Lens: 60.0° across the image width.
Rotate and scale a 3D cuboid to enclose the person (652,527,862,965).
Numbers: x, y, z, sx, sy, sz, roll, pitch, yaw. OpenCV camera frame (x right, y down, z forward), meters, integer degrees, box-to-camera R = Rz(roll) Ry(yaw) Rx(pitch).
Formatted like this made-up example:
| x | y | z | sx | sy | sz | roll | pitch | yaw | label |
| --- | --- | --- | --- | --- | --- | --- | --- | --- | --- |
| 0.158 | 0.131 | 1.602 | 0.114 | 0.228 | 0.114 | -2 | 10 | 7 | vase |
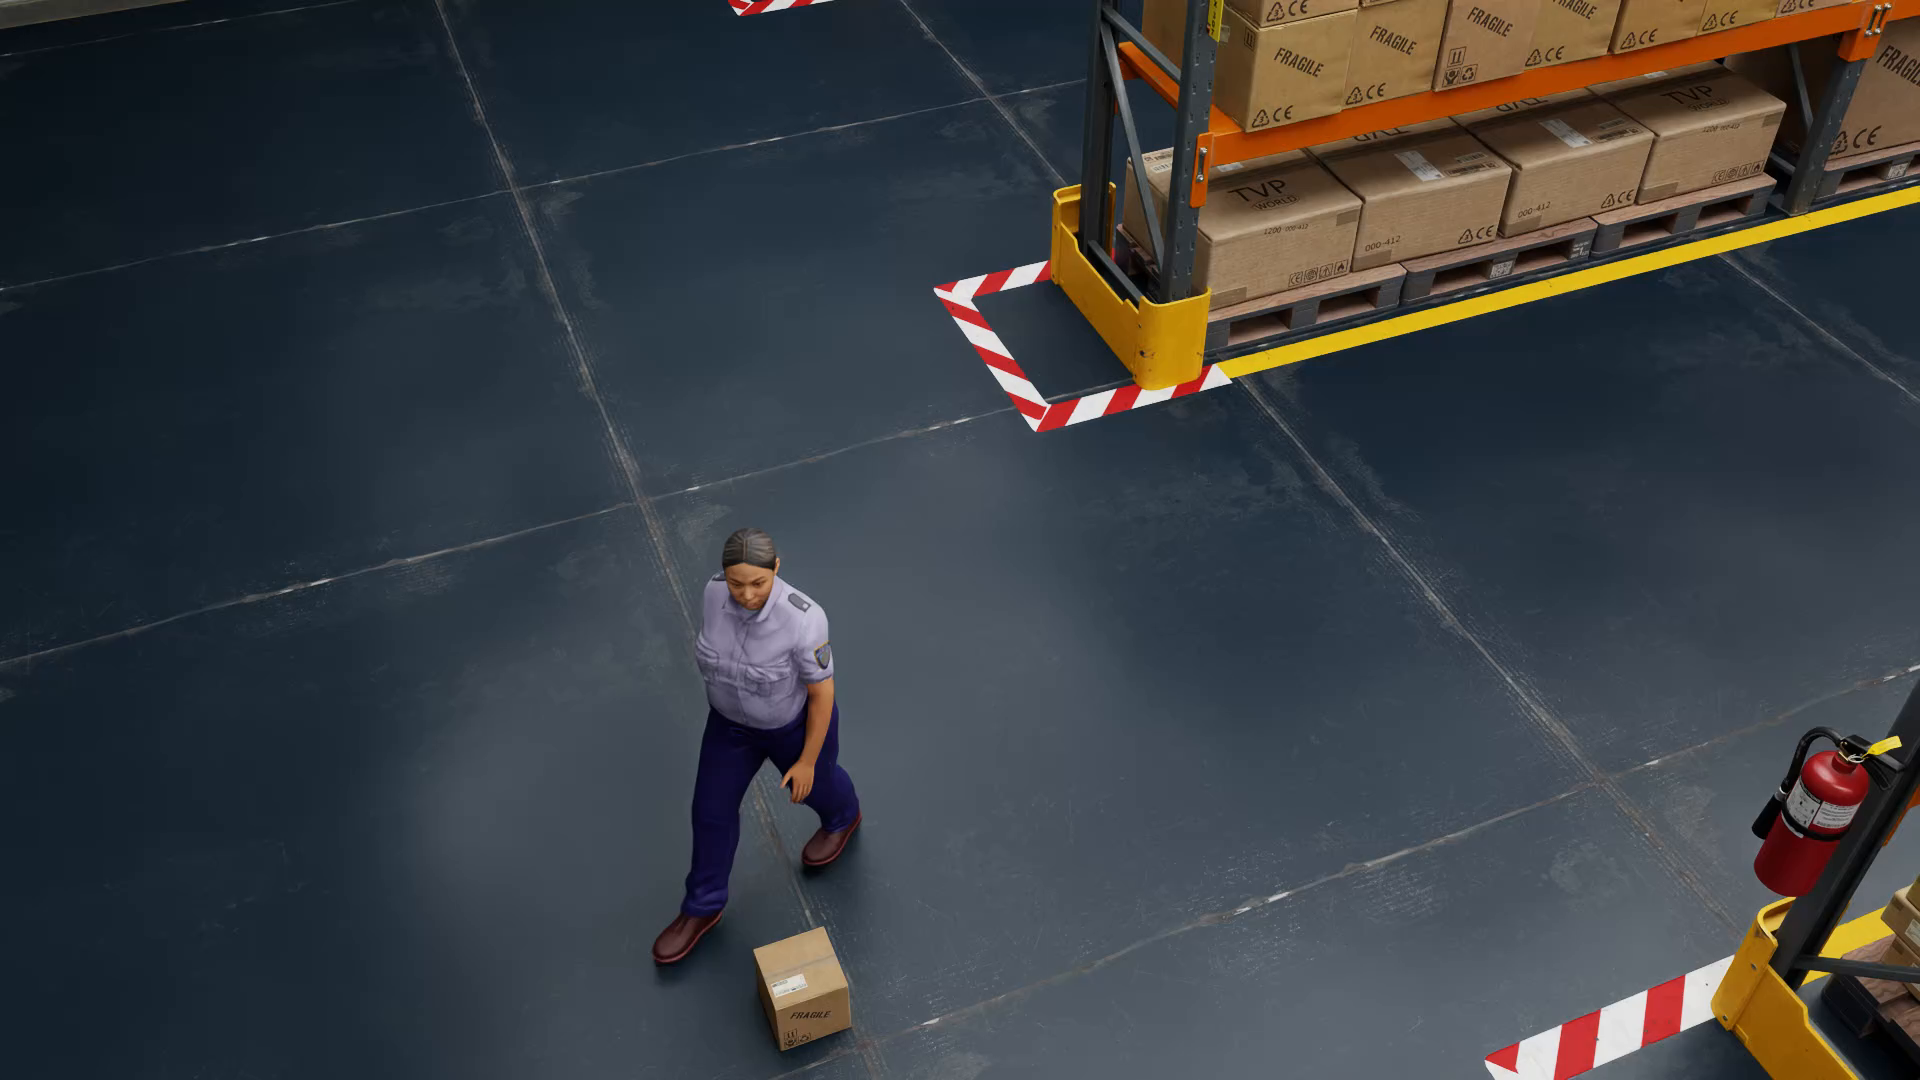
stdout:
| x | y | z | sx | sy | sz | roll | pitch | yaw | label |
| --- | --- | --- | --- | --- | --- | --- | --- | --- | --- |
| -0.680 | 0.669 | 5.424 | 0.518 | 1.609 | 0.900 | 17 | 45 | 18 | person |
